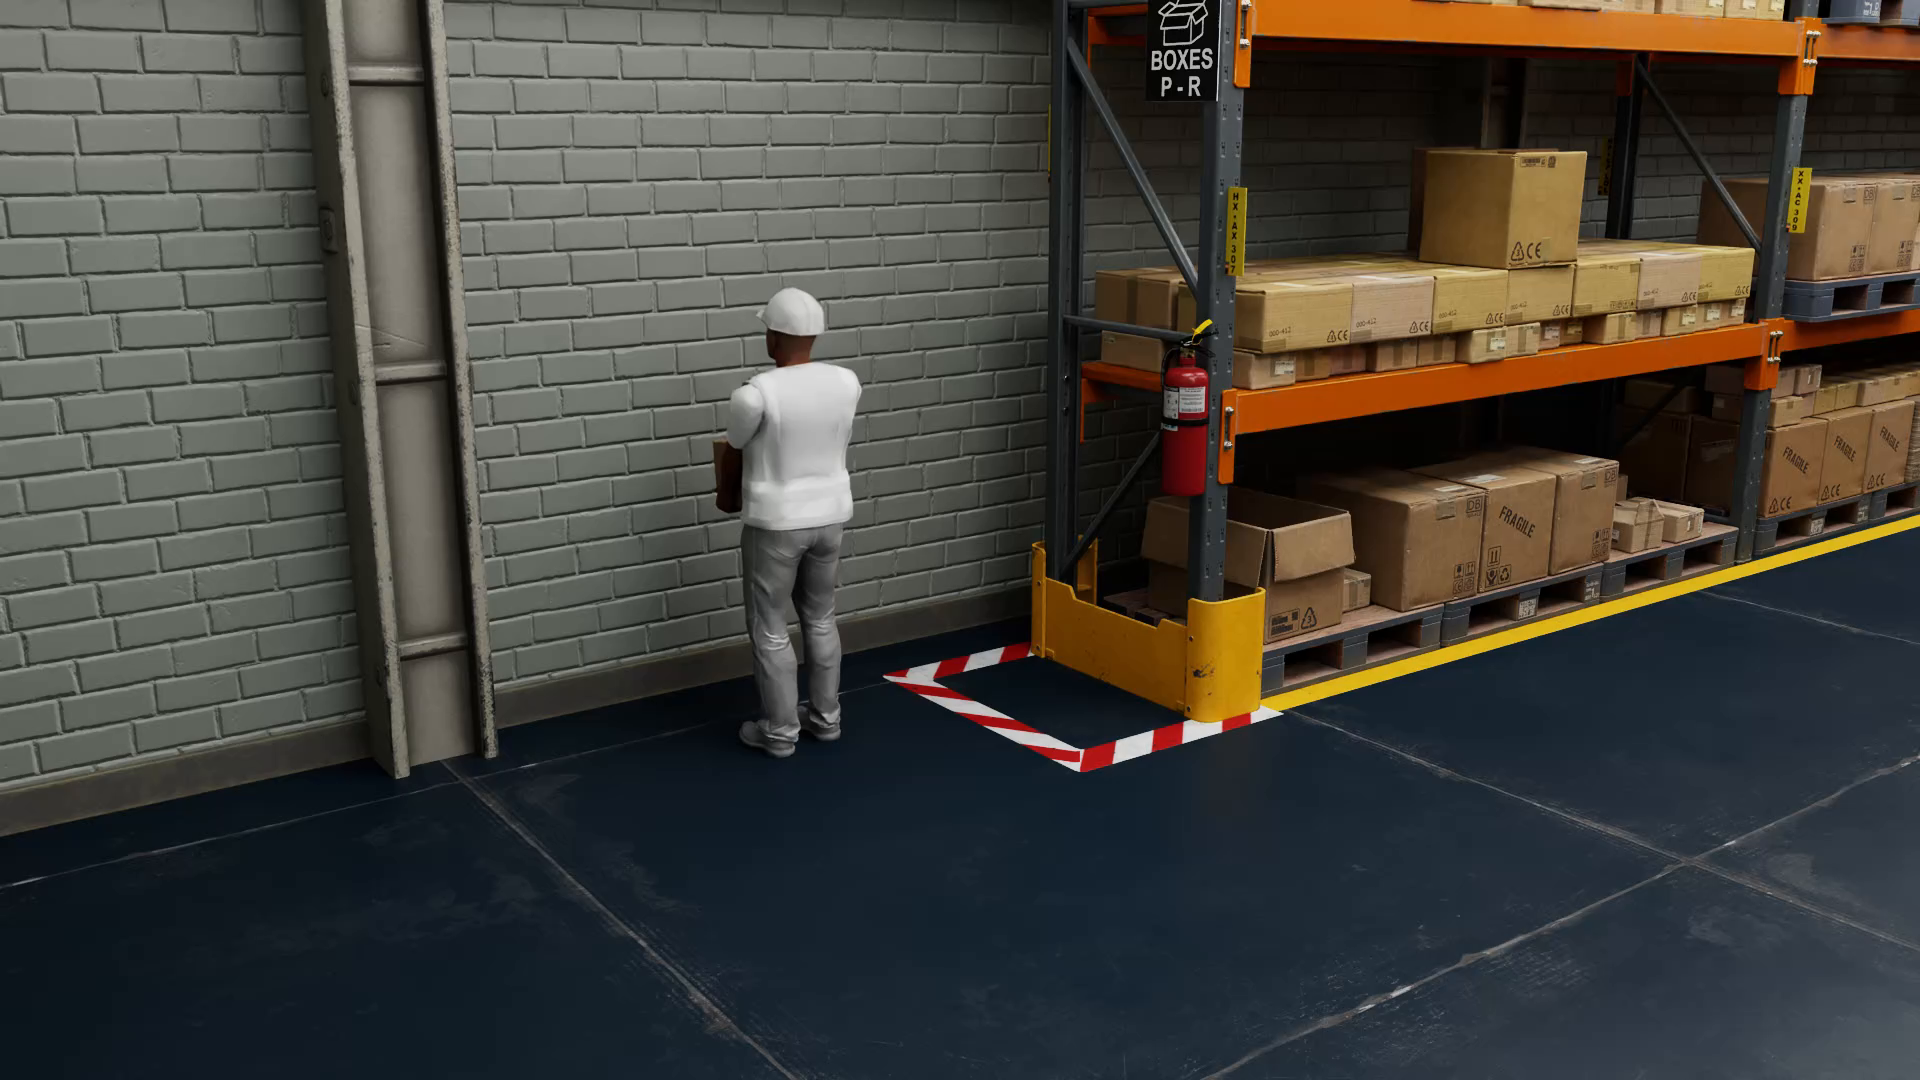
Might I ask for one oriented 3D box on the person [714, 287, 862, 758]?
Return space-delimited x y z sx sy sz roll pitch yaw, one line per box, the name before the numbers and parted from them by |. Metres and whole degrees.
person | -0.682 -0.081 6.290 0.503 1.759 0.587 -10 17 -34
